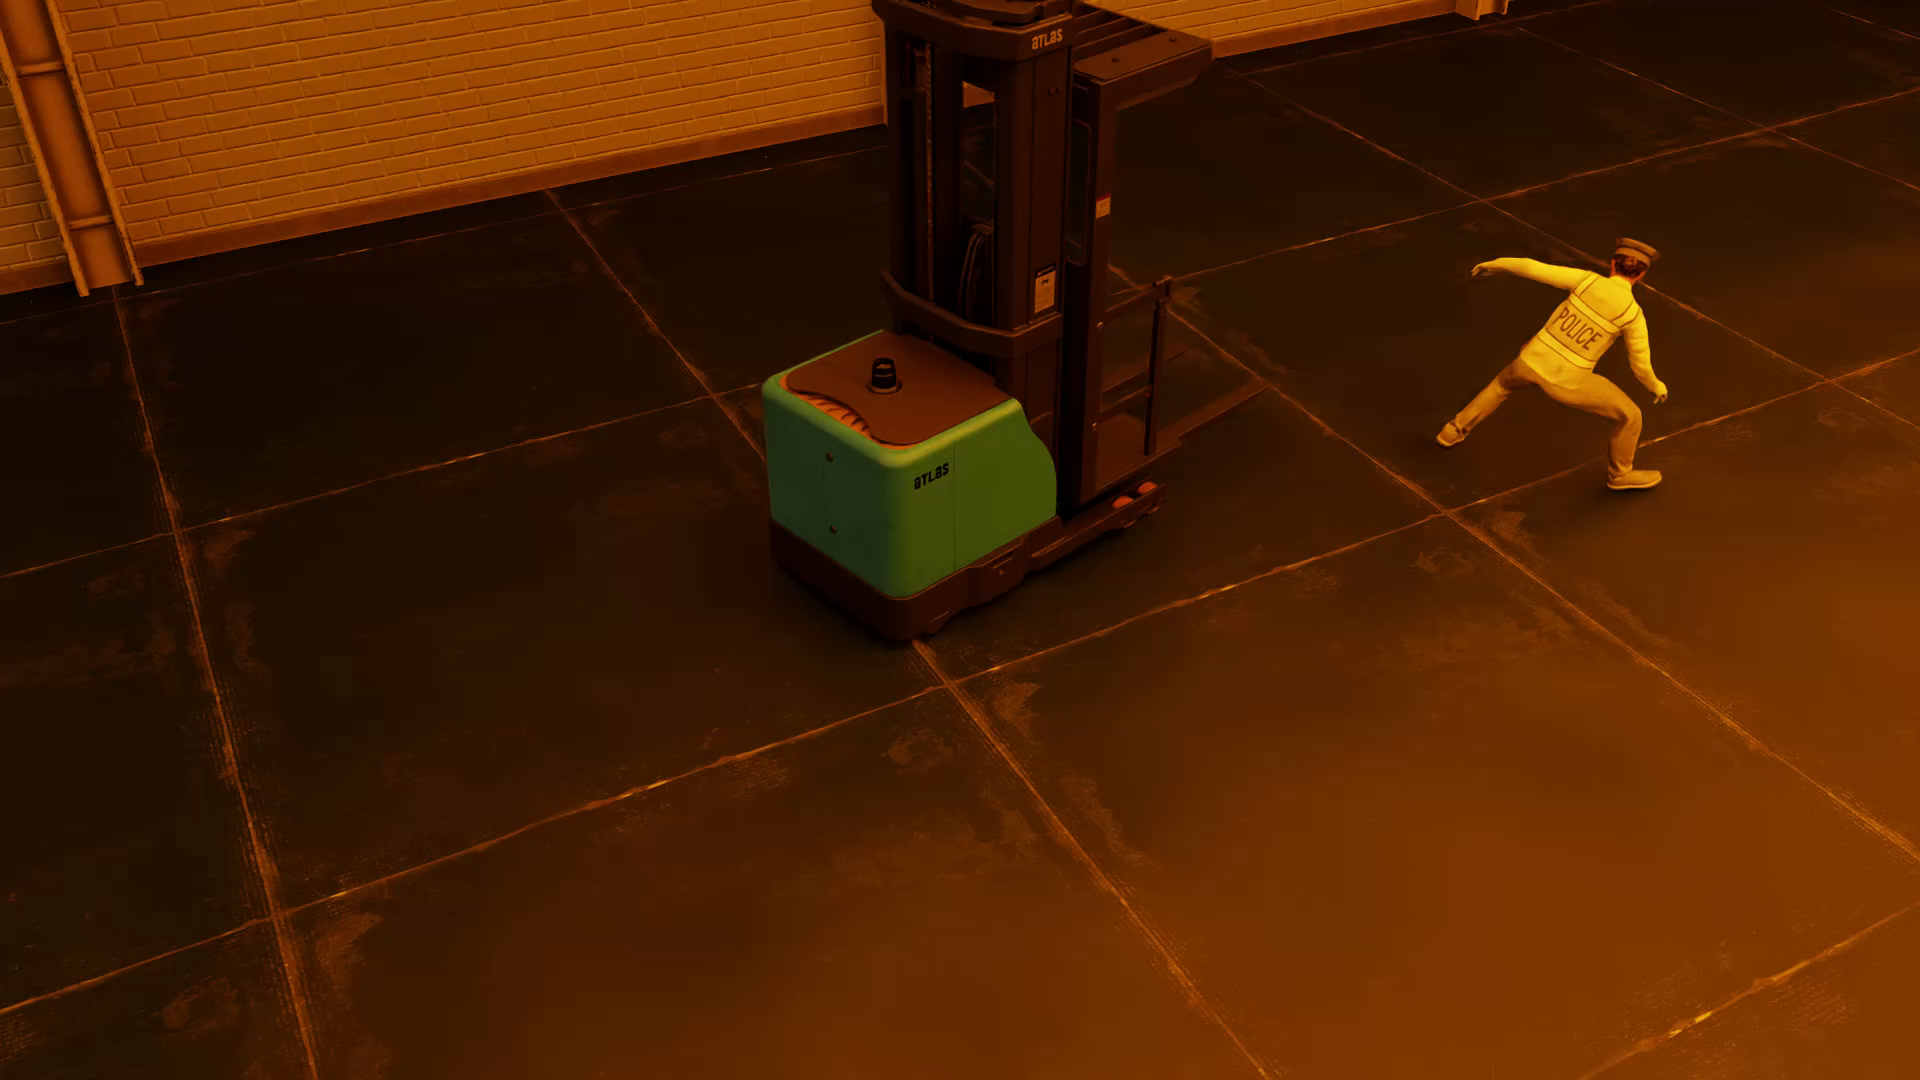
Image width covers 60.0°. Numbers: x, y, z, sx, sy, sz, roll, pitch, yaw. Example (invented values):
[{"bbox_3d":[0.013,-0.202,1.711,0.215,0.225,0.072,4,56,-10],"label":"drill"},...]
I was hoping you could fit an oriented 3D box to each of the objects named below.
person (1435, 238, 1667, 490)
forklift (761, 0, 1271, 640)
[{"bbox_3d":[3.192,-0.965,8.813,0.705,1.403,1.127,-27,43,-33],"label":"person"},{"bbox_3d":[0.457,-1.458,8.186,3.031,2.935,1.130,-29,44,-34],"label":"forklift"}]
